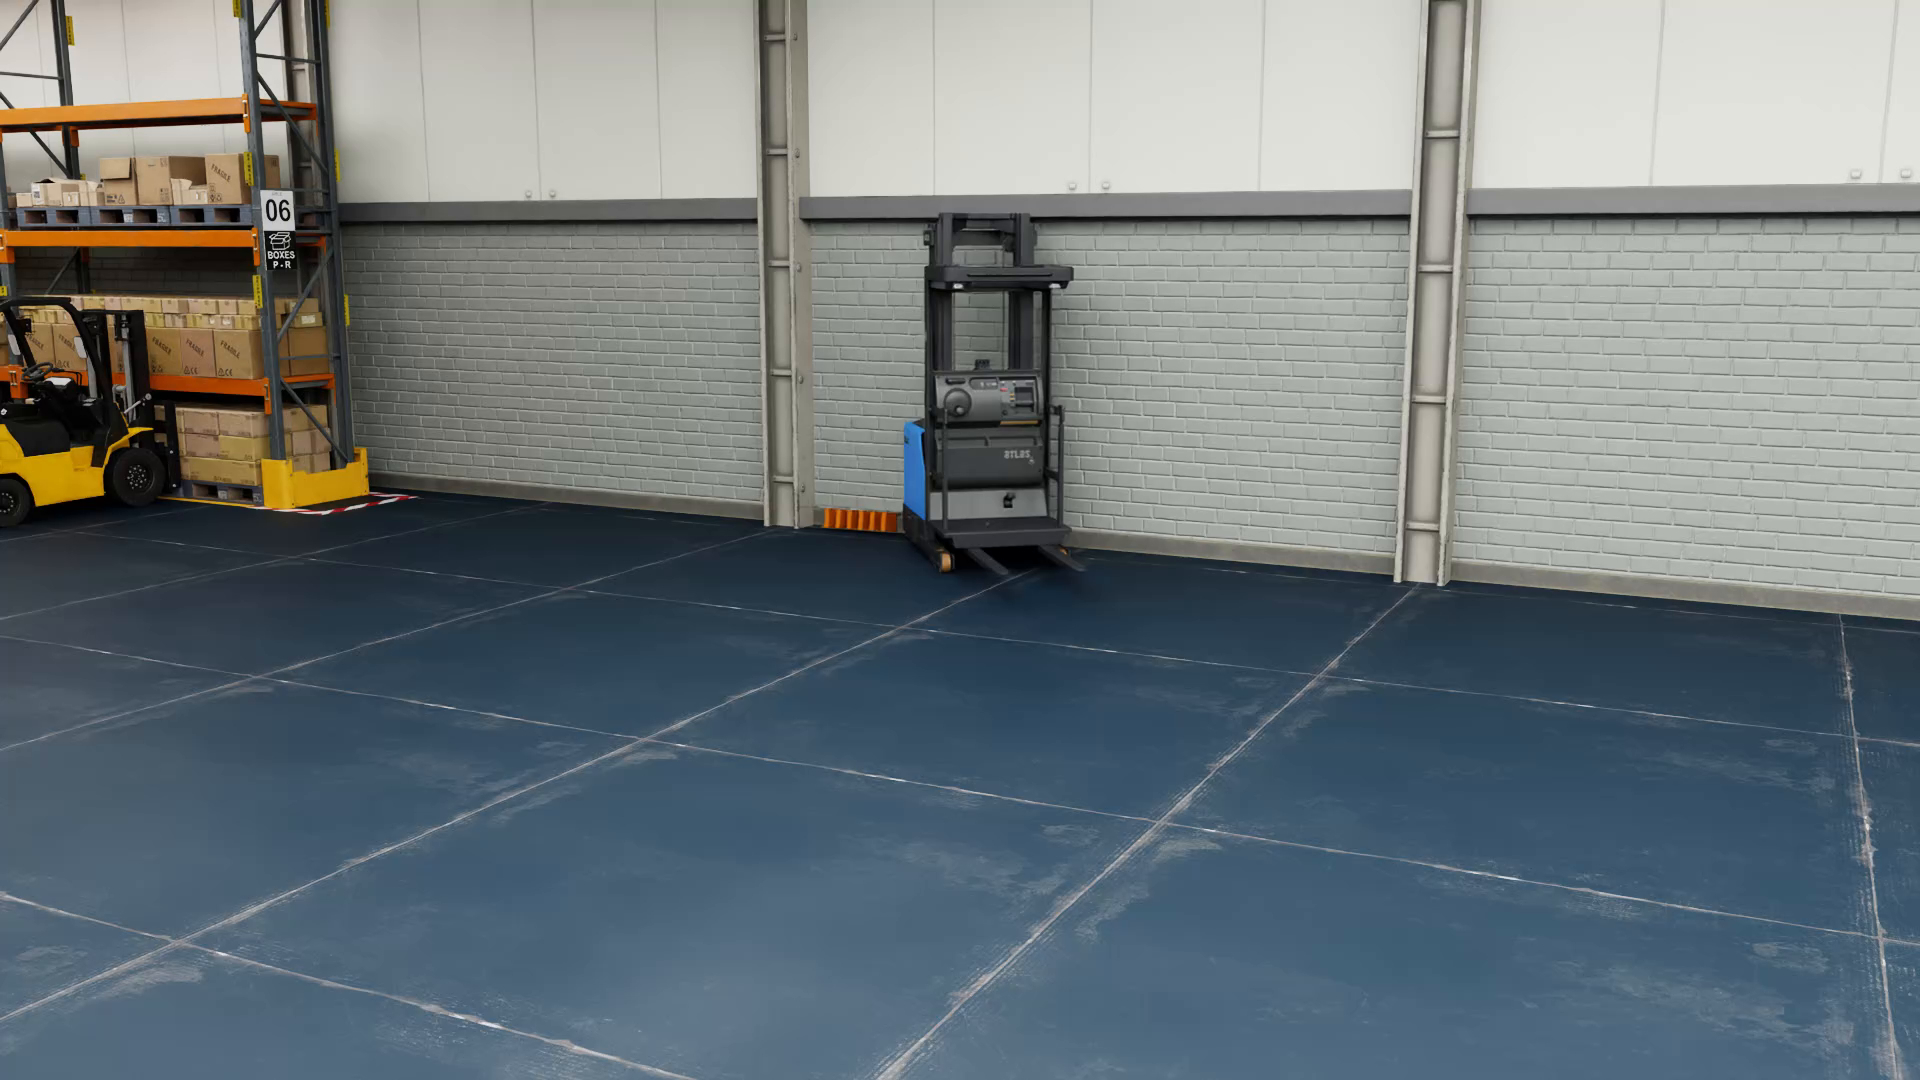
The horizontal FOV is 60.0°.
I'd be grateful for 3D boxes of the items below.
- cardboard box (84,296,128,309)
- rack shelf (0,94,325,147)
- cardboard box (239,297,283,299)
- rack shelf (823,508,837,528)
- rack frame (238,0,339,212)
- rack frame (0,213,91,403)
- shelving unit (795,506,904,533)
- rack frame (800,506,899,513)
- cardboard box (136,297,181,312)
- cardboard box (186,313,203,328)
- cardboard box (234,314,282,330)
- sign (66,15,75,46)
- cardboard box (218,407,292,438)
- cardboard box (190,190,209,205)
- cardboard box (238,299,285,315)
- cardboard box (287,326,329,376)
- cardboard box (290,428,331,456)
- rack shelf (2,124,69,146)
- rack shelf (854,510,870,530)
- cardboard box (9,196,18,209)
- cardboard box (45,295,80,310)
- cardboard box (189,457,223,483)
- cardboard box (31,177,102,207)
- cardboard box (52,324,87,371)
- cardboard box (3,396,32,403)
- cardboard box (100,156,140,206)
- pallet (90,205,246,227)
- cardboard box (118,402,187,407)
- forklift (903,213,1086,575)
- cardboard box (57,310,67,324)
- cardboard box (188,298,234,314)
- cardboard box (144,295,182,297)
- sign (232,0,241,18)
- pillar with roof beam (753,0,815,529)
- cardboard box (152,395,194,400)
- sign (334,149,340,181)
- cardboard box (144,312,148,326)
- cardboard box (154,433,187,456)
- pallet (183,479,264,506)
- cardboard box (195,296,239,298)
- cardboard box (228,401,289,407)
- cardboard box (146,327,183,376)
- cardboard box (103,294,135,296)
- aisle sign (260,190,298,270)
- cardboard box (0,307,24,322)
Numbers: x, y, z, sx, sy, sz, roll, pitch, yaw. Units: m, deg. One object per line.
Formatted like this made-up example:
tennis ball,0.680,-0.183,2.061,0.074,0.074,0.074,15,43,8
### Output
cardboard box,-9.294,-2.576,18.121,0.250,0.149,0.380,5,11,25
rack shelf,-8.593,-4.455,17.739,4.000,0.370,1.077,5,11,26
cardboard box,-7.469,-2.516,17.790,0.250,0.149,0.380,5,12,27
rack shelf,-1.228,-0.208,15.818,0.103,0.180,0.258,4,1,24
rack frame,-6.799,-4.848,16.768,0.127,3.000,1.000,5,11,26
rack frame,-10.386,-2.211,19.044,0.127,3.000,1.000,5,11,26
shelving unit,-0.969,-0.190,15.700,1.200,0.189,0.258,4,1,24
rack frame,-0.963,-0.281,15.699,1.200,0.006,0.240,4,1,24
cardboard box,-8.592,-2.525,17.842,0.250,0.149,0.380,5,11,27
cardboard box,-7.899,-2.314,17.510,0.250,0.149,0.380,5,11,25
cardboard box,-7.234,-2.247,17.140,0.250,0.149,0.380,5,11,27
sign,-10.119,-5.787,18.892,0.005,0.325,0.100,5,11,26
cardboard box,-7.350,-1.228,17.346,0.500,0.250,0.500,5,12,28
cardboard box,-7.677,-3.521,17.104,0.250,0.149,0.380,5,11,24
cardboard box,-7.214,-2.405,17.179,0.250,0.149,0.380,5,11,26
cardboard box,-7.120,-2.028,17.755,0.500,0.500,0.500,5,12,28
cardboard box,-7.129,-1.066,17.854,0.500,0.250,0.500,5,12,27
rack shelf,-12.180,-4.770,19.480,4.000,0.370,1.077,5,11,26
rack shelf,-0.901,-0.185,15.669,0.103,0.180,0.258,4,1,24
cardboard box,-11.061,-3.918,19.296,0.250,0.149,0.380,5,11,26
cardboard box,-9.949,-2.650,18.532,0.250,0.149,0.380,5,11,27
cardboard box,-7.802,-0.777,17.661,0.500,0.250,0.500,5,11,26
cardboard box,-9.748,-3.795,18.161,0.500,0.311,0.500,5,12,27
cardboard box,-9.629,-2.145,18.400,0.500,0.500,0.500,5,12,27
cardboard box,-11.552,-1.351,19.780,0.625,0.625,0.875,5,11,25
cardboard box,-8.686,-3.823,17.780,0.637,0.503,0.797,5,12,28
pallet,-8.520,-3.484,17.904,1.213,0.211,1.003,5,11,26
cardboard box,-8.719,-1.347,18.002,0.500,0.250,0.500,5,11,25
forklift,0.297,-1.243,13.890,1.130,2.935,3.031,-2,11,-13
cardboard box,-9.738,-2.476,18.406,0.250,0.149,0.380,5,11,26
cardboard box,-7.885,-2.467,17.524,0.250,0.149,0.380,5,11,26
cardboard box,-8.832,-2.643,18.493,0.250,0.149,0.380,5,11,25
sign,-7.052,-5.261,16.206,0.005,0.325,0.100,5,11,26
pillar with roof beam,-3.549,-3.886,11.456,0.400,9.000,9.100,5,11,26
cardboard box,-8.951,-1.469,18.680,0.500,0.250,0.500,5,11,26
sign,-6.548,-3.929,17.438,0.005,0.325,0.100,5,11,26
cardboard box,-8.579,-2.378,17.865,0.250,0.149,0.380,5,11,25
cardboard box,-8.291,-1.062,17.836,0.500,0.250,0.500,5,11,25
pallet,-7.503,-0.577,17.847,1.213,0.211,1.003,5,11,26
cardboard box,-8.123,-2.591,18.205,0.250,0.149,0.380,5,11,24
cardboard box,-7.596,-1.348,18.012,0.500,0.250,0.500,5,11,26
cardboard box,-8.277,-2.025,17.733,0.500,0.500,0.500,5,11,25
cardboard box,-9.516,-2.704,18.829,0.250,0.149,0.380,5,11,25
aisle sign,-6.870,-3.123,16.783,0.004,0.787,0.394,5,11,26
cardboard box,-10.791,-2.571,18.930,0.250,0.149,0.380,5,12,28
